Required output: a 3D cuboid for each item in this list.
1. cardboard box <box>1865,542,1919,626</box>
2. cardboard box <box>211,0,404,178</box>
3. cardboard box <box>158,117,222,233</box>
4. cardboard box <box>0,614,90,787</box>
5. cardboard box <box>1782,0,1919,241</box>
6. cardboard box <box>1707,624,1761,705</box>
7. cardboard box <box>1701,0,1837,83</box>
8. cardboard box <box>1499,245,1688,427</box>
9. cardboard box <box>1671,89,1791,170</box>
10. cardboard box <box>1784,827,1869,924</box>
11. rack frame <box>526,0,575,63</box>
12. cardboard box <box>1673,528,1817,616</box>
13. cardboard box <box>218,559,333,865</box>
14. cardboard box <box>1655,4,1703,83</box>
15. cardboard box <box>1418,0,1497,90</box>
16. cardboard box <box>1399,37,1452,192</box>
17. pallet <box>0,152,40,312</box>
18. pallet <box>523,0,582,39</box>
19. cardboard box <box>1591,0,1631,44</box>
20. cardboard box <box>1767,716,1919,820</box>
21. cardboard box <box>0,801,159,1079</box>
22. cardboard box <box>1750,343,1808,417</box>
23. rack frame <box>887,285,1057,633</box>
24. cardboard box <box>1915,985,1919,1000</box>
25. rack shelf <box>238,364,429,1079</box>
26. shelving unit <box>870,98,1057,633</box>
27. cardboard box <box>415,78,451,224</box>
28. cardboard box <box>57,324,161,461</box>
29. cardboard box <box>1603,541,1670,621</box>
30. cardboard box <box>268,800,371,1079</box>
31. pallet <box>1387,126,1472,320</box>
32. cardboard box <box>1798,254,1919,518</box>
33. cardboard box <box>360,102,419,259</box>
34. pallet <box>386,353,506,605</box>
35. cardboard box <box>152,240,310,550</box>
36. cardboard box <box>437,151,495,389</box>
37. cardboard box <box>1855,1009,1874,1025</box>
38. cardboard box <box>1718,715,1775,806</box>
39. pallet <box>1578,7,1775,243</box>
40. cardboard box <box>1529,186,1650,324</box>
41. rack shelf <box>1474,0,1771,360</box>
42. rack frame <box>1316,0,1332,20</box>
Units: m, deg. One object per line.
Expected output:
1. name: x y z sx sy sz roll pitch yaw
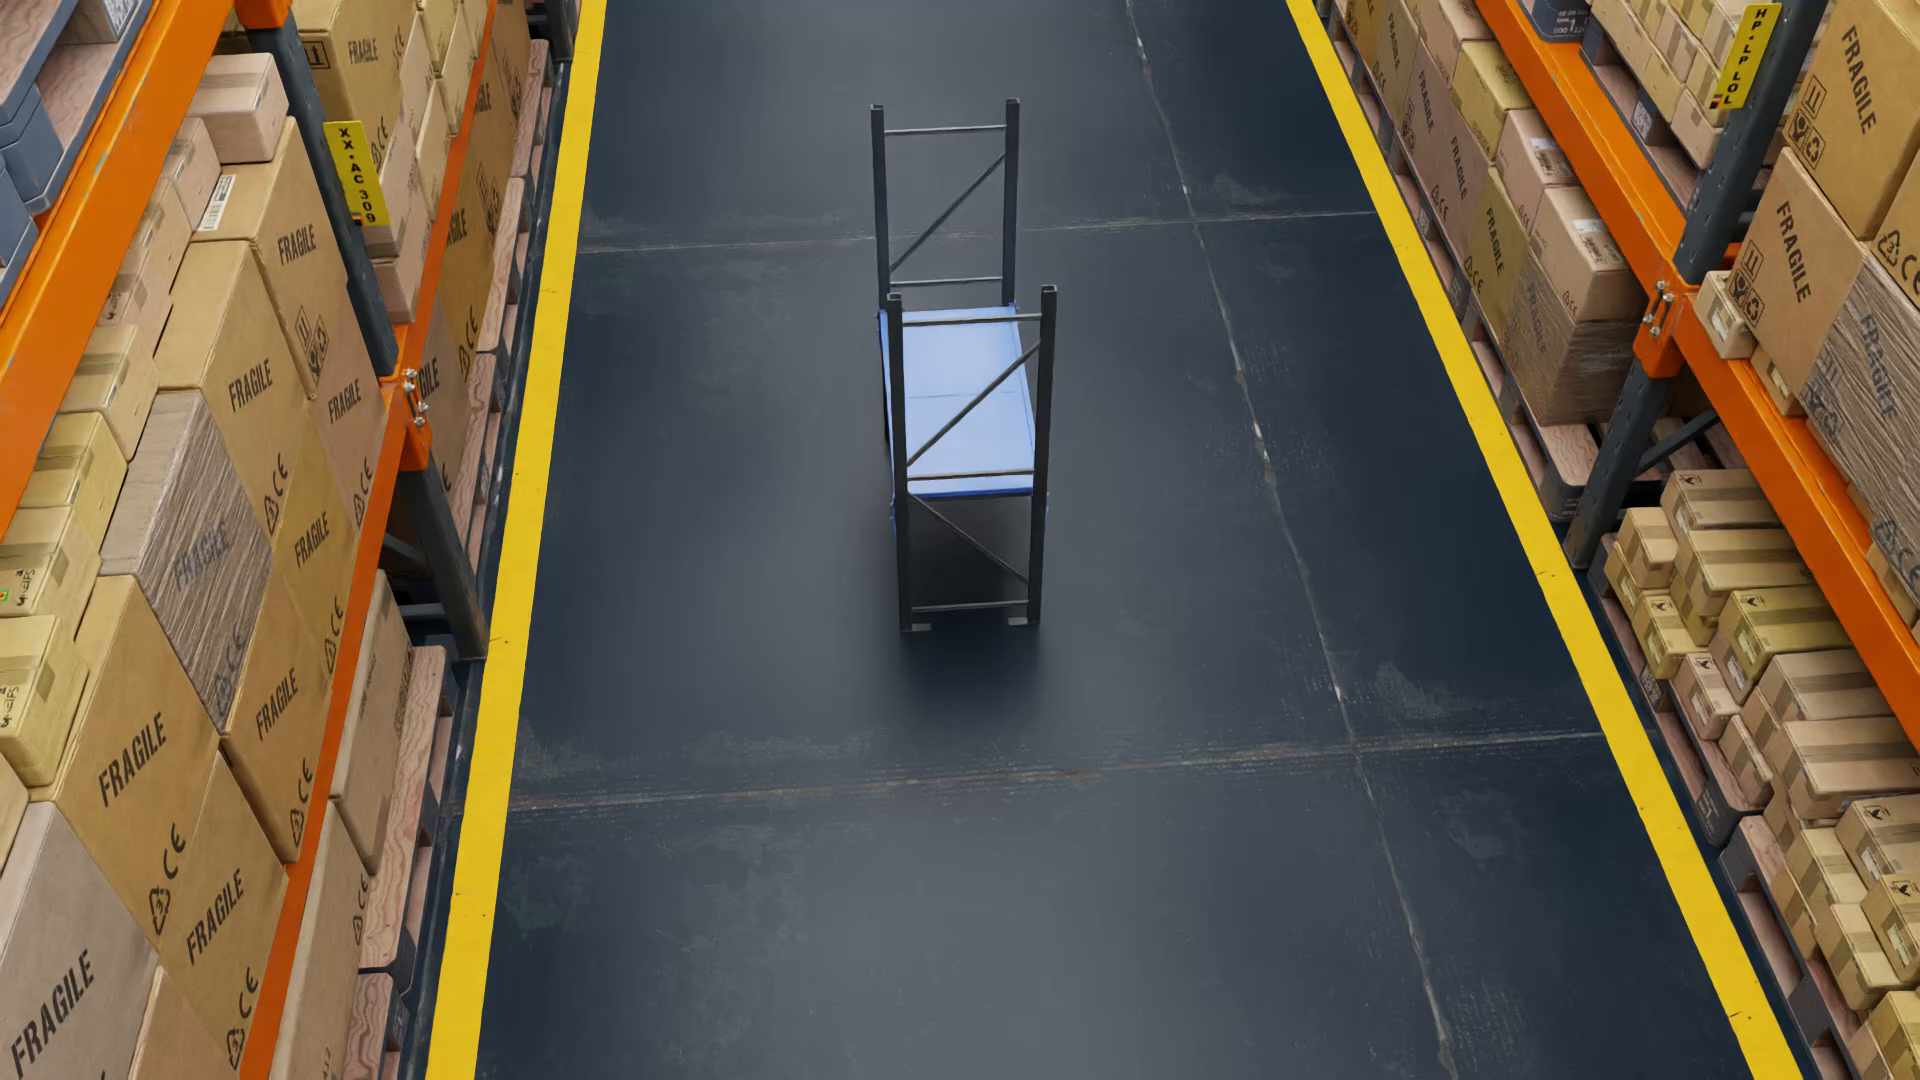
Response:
1. cardboard box: 2.597 0.073 4.288 0.380 0.149 0.250 -3 47 -3
2. cardboard box: -1.918 -1.334 4.690 0.500 0.500 0.500 -3 47 -3
3. cardboard box: -1.911 -0.820 3.756 0.380 0.149 0.250 -2 47 -2
4. cardboard box: -1.675 0.275 2.719 0.380 0.149 0.250 -5 47 -4
5. cardboard box: 2.551 -1.133 4.294 0.500 0.500 0.500 -2 47 -2
6. cardboard box: 2.635 0.373 5.300 0.380 0.149 0.250 -4 47 -4
7. cardboard box: 2.528 -1.535 5.112 0.380 0.149 0.250 -2 47 -1
8. cardboard box: 2.443 -0.799 6.373 0.500 0.500 0.500 -4 47 -4
9. cardboard box: 2.526 -1.327 5.324 0.380 0.149 0.250 -4 47 -4
10. cardboard box: 2.612 0.956 4.748 0.380 0.149 0.250 -4 47 -4
11. rack frame: -2.503 -3.514 7.512 1.000 3.000 0.127 -3 47 -3
12. cardboard box: 2.543 0.102 5.352 0.380 0.149 0.250 -1 47 -1
13. cardboard box: -1.769 0.401 3.736 0.500 0.500 0.500 -4 47 -4
14. cardboard box: 2.503 -1.620 5.398 0.380 0.149 0.250 -3 47 -3
15. cardboard box: 2.309 -2.191 7.175 0.500 0.250 0.500 -3 47 -3
16. cardboard box: 2.320 -1.911 7.426 0.500 0.500 0.500 -5 47 -4
17. pallet: -2.011 -0.147 2.319 1.003 0.211 1.213 -3 47 -3
18. pallet: -2.567 -3.120 9.060 1.003 0.211 1.213 -3 47 -3
19. cardboard box: 2.464 -1.877 5.845 0.380 0.149 0.250 -6 47 -5
20. cardboard box: 2.597 0.659 4.825 0.380 0.149 0.250 -3 47 -2
21. cardboard box: -1.691 0.786 2.682 0.500 0.500 0.500 -4 47 -4
22. cardboard box: 2.550 -0.500 4.831 0.380 0.149 0.250 -2 47 -2
23. rack frame: 0.035 -0.210 5.416 0.500 1.500 0.032 -3 47 -3
24. cardboard box: 2.734 1.220 4.293 0.380 0.149 0.250 -5 47 -5
25. rack shelf: -2.001 1.075 3.662 1.077 0.370 4.000 -3 47 -3
26. shelving unit: -0.007 -0.577 5.764 0.538 1.500 1.048 -3 47 -3
27. cardboard box: -1.987 -1.277 5.496 0.500 0.250 0.500 -5 47 -4
28. cardboard box: -1.804 -0.278 3.243 0.380 0.149 0.250 -4 47 -4
29. cardboard box: 2.467 0.125 5.740 0.380 0.149 0.250 -5 47 -5
30. cardboard box: -2.147 1.226 4.499 0.875 0.438 0.875 -5 47 -4
31. pallet: 2.584 -1.483 7.509 1.003 0.211 1.213 -3 47 -3
32. cardboard box: 2.595 -0.399 4.288 0.500 0.500 0.500 -3 47 -3
33. cardboard box: -1.924 -1.075 4.962 0.500 0.250 0.500 -5 47 -4
34. pallet: -2.308 -0.214 6.308 1.003 0.211 1.213 -3 47 -3
35. cardboard box: -1.819 -0.306 3.716 0.500 0.500 0.500 -4 47 -4
36. cardboard box: -2.383 -1.130 6.429 0.875 0.875 0.875 -2 47 -2
37. cardboard box: 2.714 1.247 4.677 0.380 0.149 0.250 -2 47 -2
38. cardboard box: 2.632 0.675 5.219 0.380 0.149 0.250 -4 47 -4
39. pallet: 2.837 -1.489 5.727 1.003 0.211 1.213 -3 47 -3
40. cardboard box: 2.442 -1.060 6.104 0.500 0.250 0.500 -5 47 -4
41. rack shelf: 2.589 -2.193 6.757 1.077 0.370 4.000 -3 47 -3
42. rack frame: 2.421 -3.888 7.866 1.000 3.000 0.127 -3 47 -3
